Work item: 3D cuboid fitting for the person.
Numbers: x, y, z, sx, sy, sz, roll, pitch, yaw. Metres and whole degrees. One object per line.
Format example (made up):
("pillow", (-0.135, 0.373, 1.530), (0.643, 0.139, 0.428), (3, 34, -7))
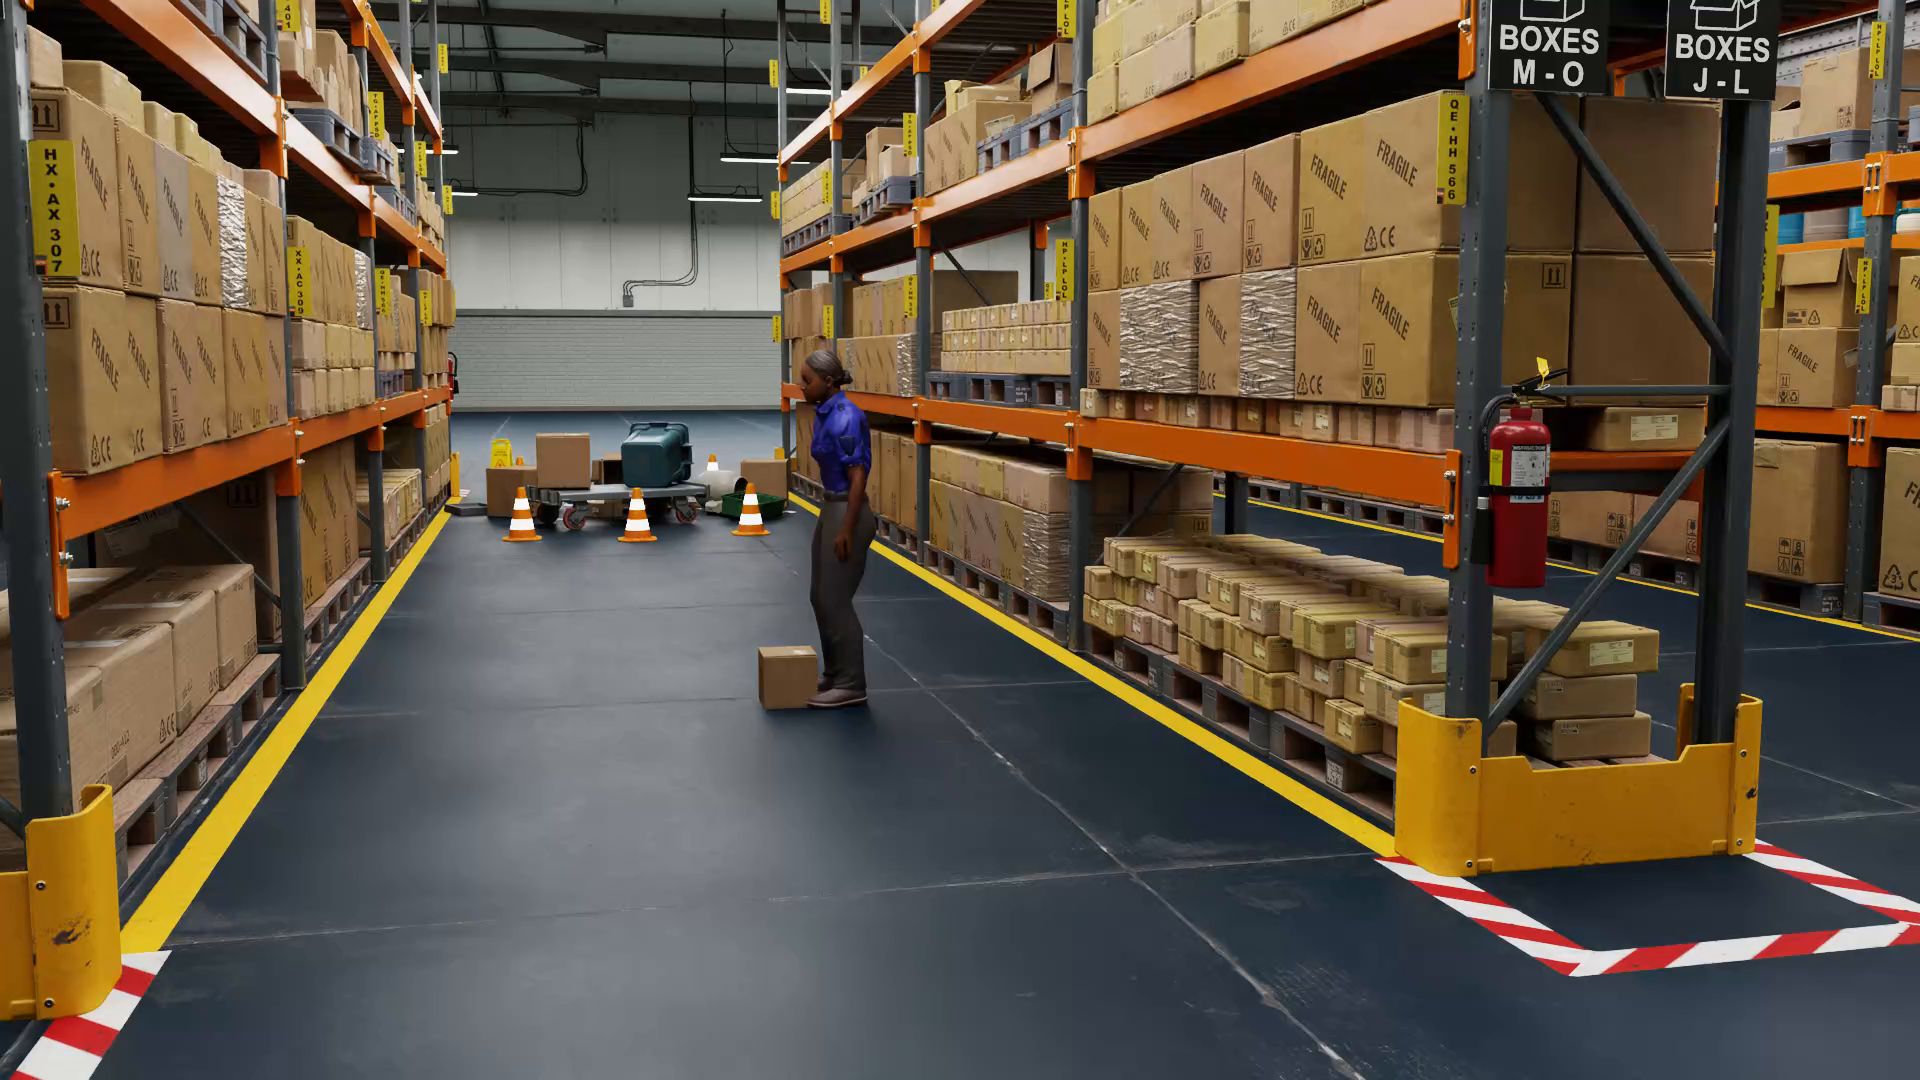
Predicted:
("person", (-0.581, -0.062, 7.779), (0.350, 1.653, 0.518), (-2, 7, -17))
